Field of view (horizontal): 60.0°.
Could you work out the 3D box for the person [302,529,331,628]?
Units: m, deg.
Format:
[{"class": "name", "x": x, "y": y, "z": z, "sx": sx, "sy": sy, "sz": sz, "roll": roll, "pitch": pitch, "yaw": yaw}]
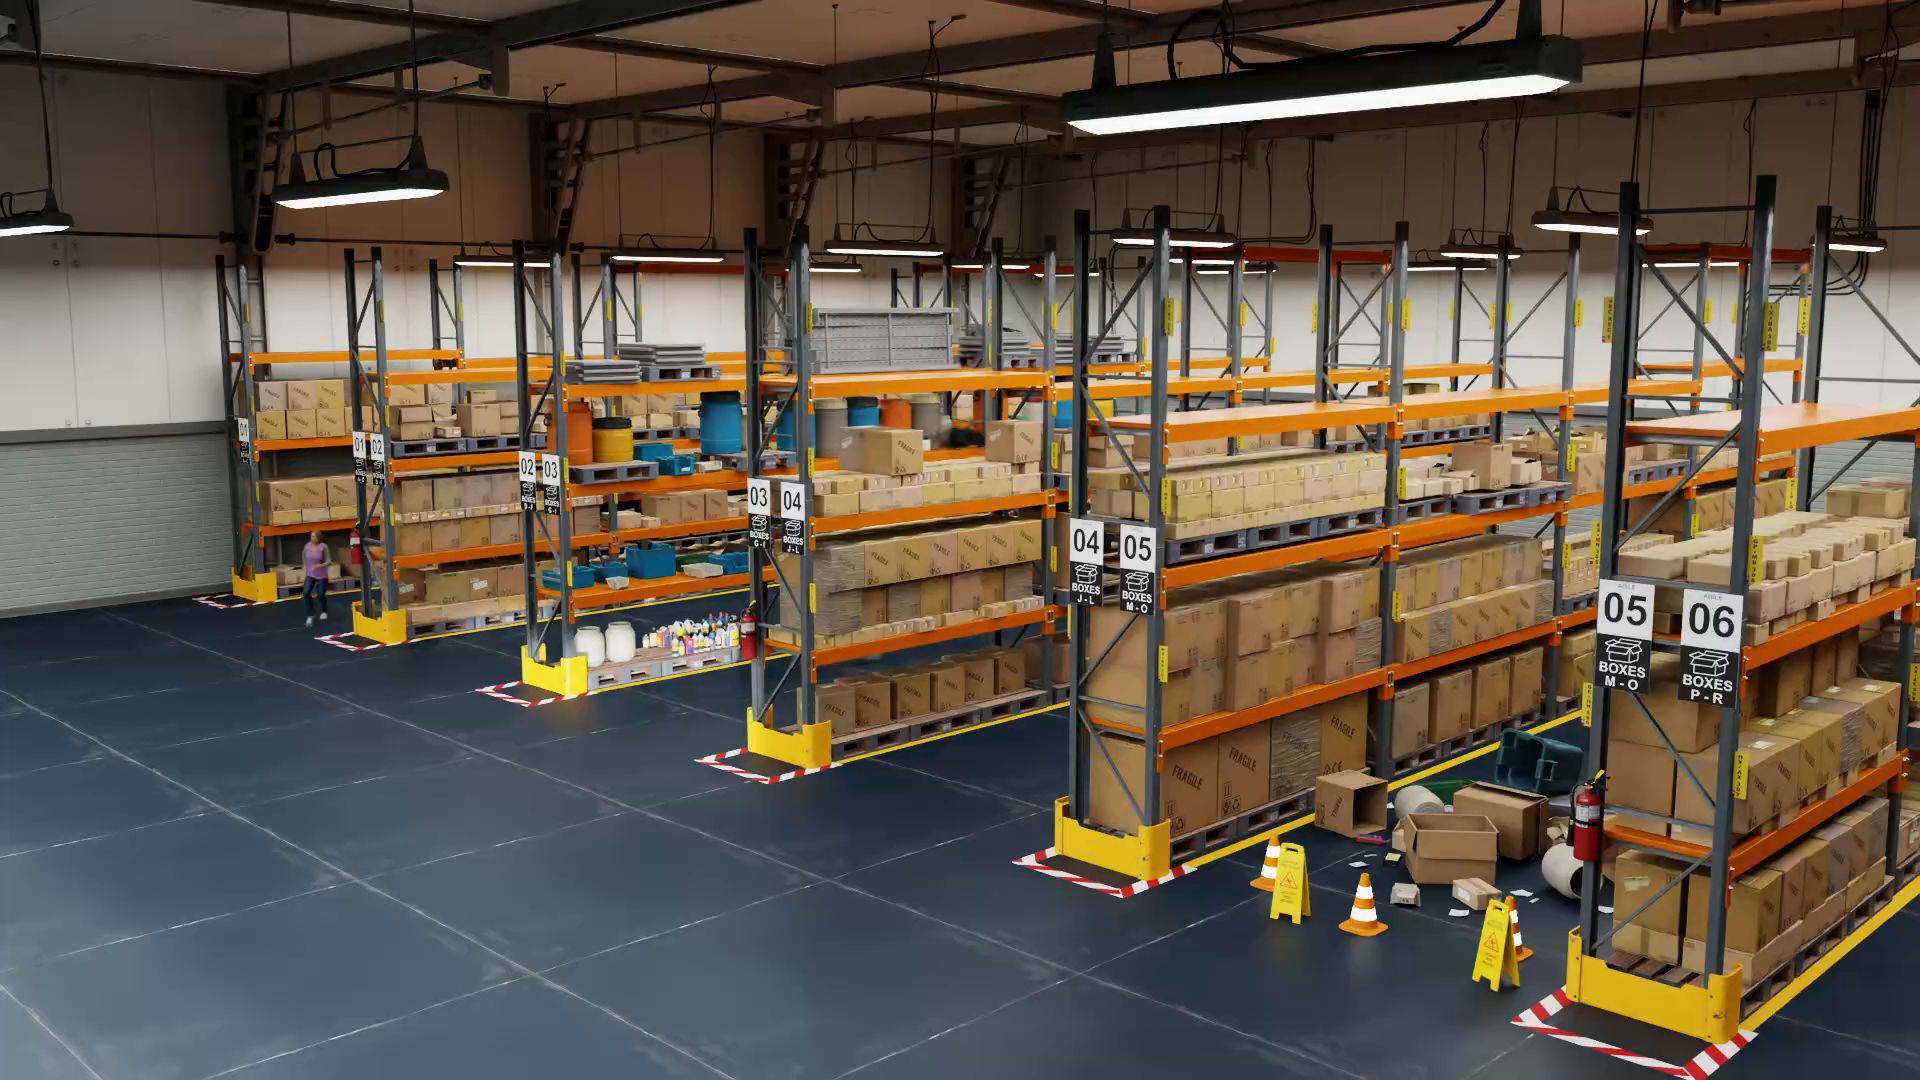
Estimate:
[{"class": "person", "x": -10.366, "y": 0.604, "z": 26.832, "sx": 0.519, "sy": 1.594, "sz": 0.769, "roll": 0, "pitch": 8, "yaw": -3}]
